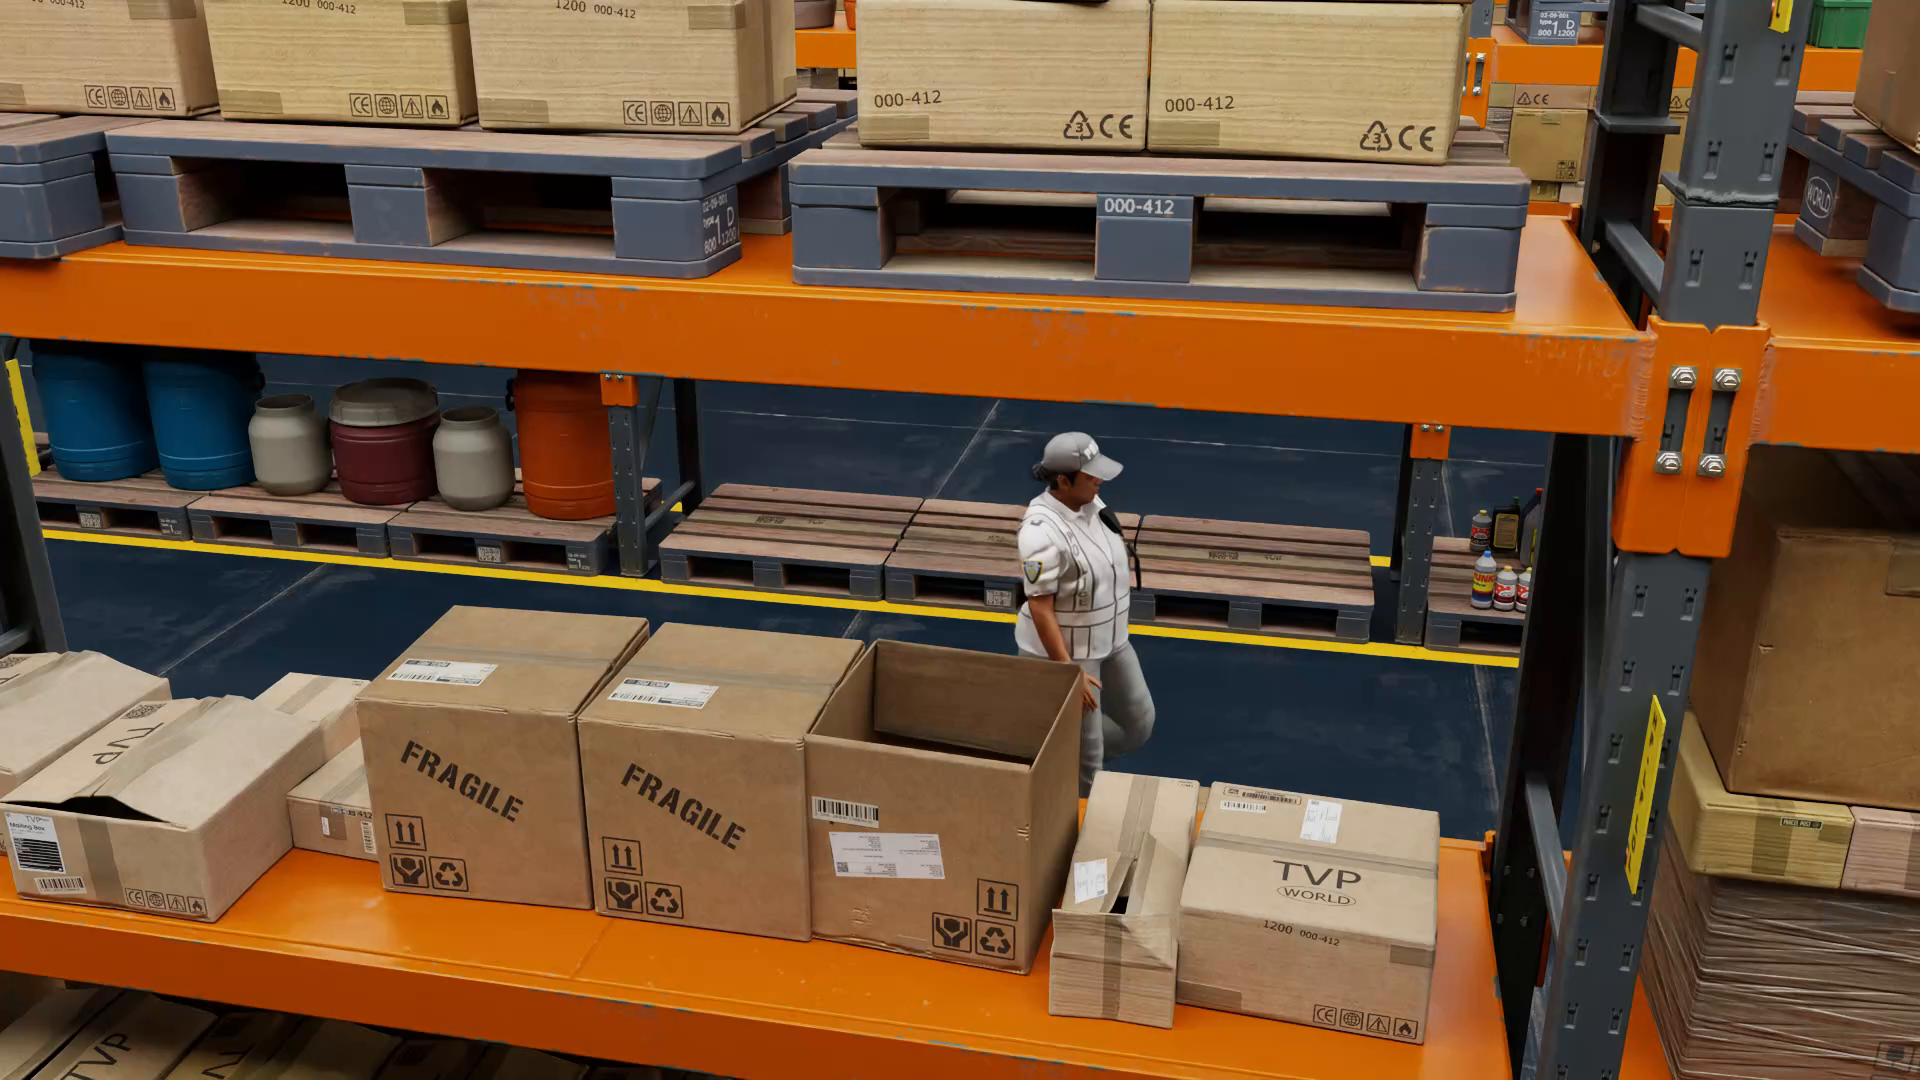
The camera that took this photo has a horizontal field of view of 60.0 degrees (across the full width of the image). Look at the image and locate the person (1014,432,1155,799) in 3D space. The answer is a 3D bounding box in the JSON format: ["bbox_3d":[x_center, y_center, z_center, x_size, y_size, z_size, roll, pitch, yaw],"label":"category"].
[{"bbox_3d":[0.474,0.413,6.032,0.588,1.650,0.534,15,26,34],"label":"person"}]
